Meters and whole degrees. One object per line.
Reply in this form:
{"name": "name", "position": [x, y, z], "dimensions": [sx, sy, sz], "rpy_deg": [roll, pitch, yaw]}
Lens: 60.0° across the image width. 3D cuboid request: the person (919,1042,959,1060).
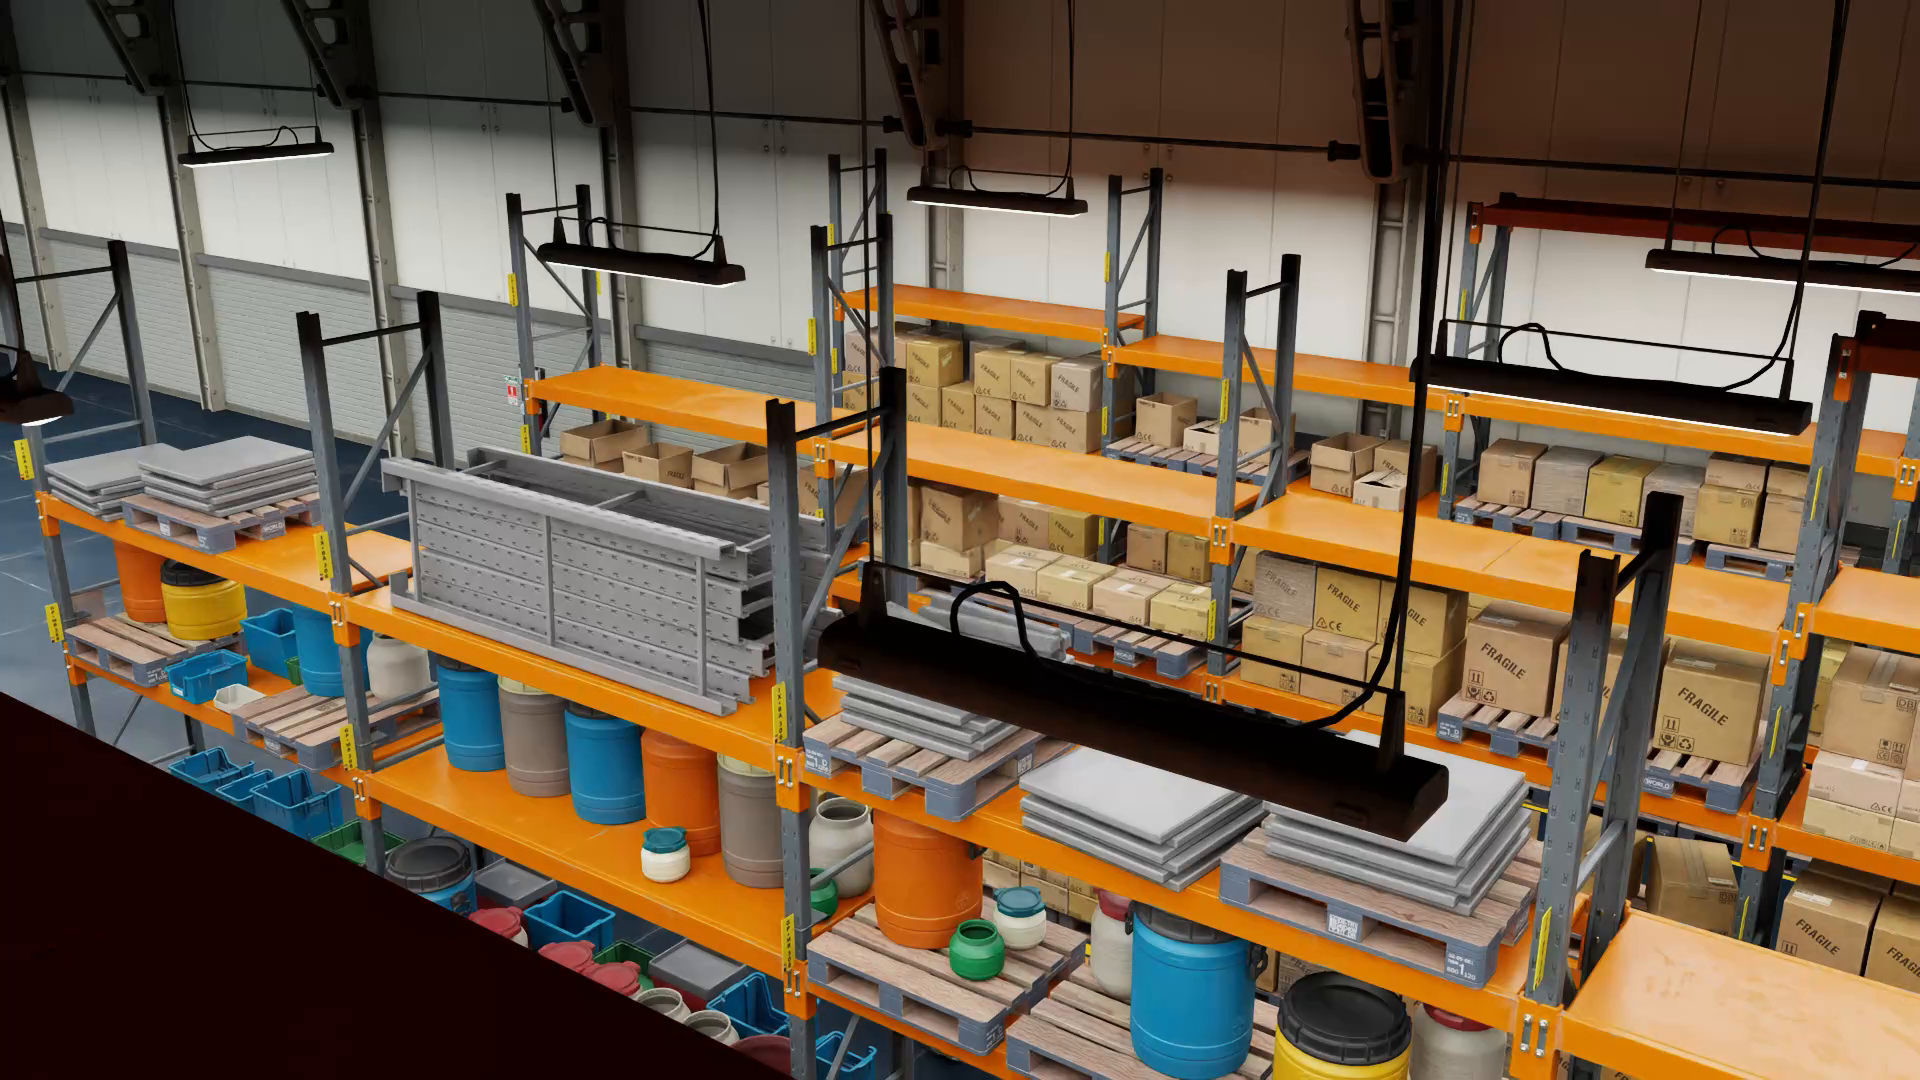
{"name": "person", "position": [-0.280, 3.195, 12.906], "dimensions": [0.711, 1.700, 0.731], "rpy_deg": [-16, 24, -40]}
